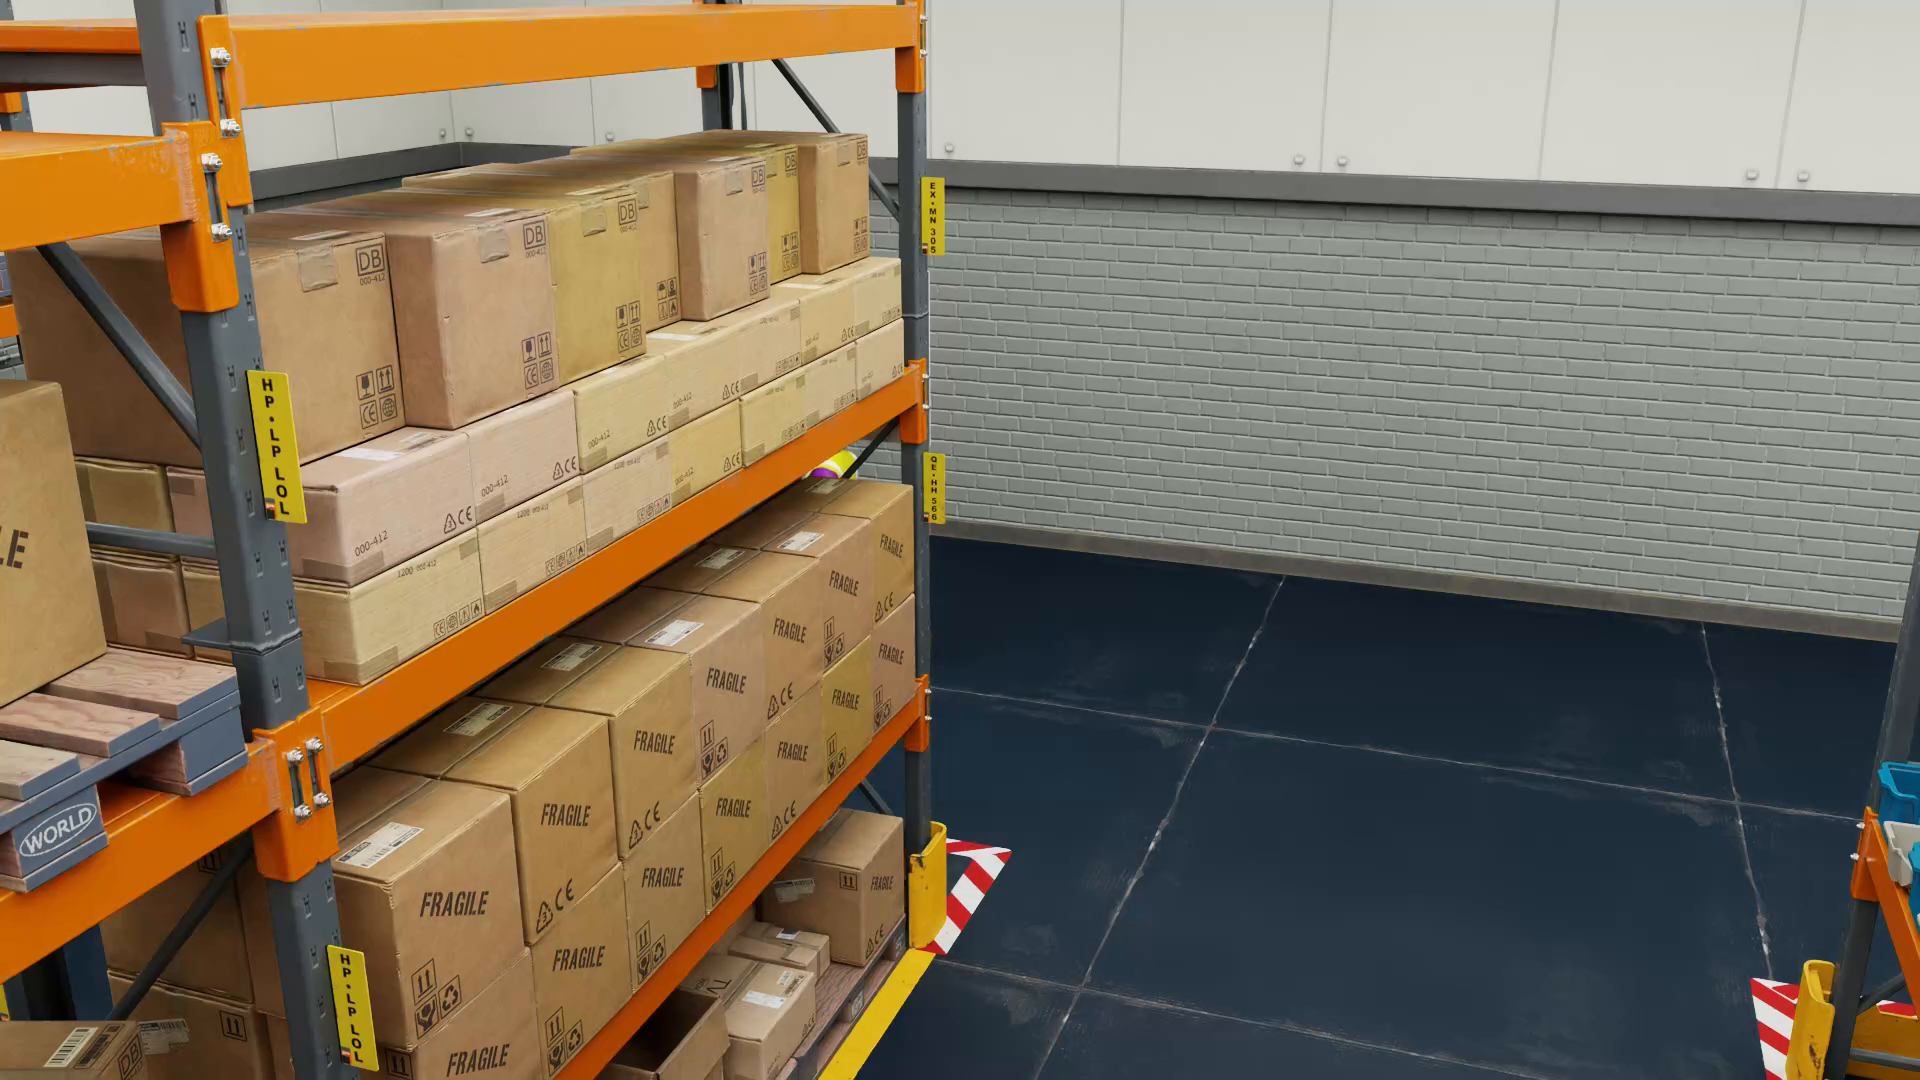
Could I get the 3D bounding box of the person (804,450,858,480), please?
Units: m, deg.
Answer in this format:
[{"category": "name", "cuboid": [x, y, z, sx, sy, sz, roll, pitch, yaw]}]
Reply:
[{"category": "person", "cuboid": [-0.923, 0.012, 10.986, 0.564, 1.773, 0.594, 5, 19, 14]}]
